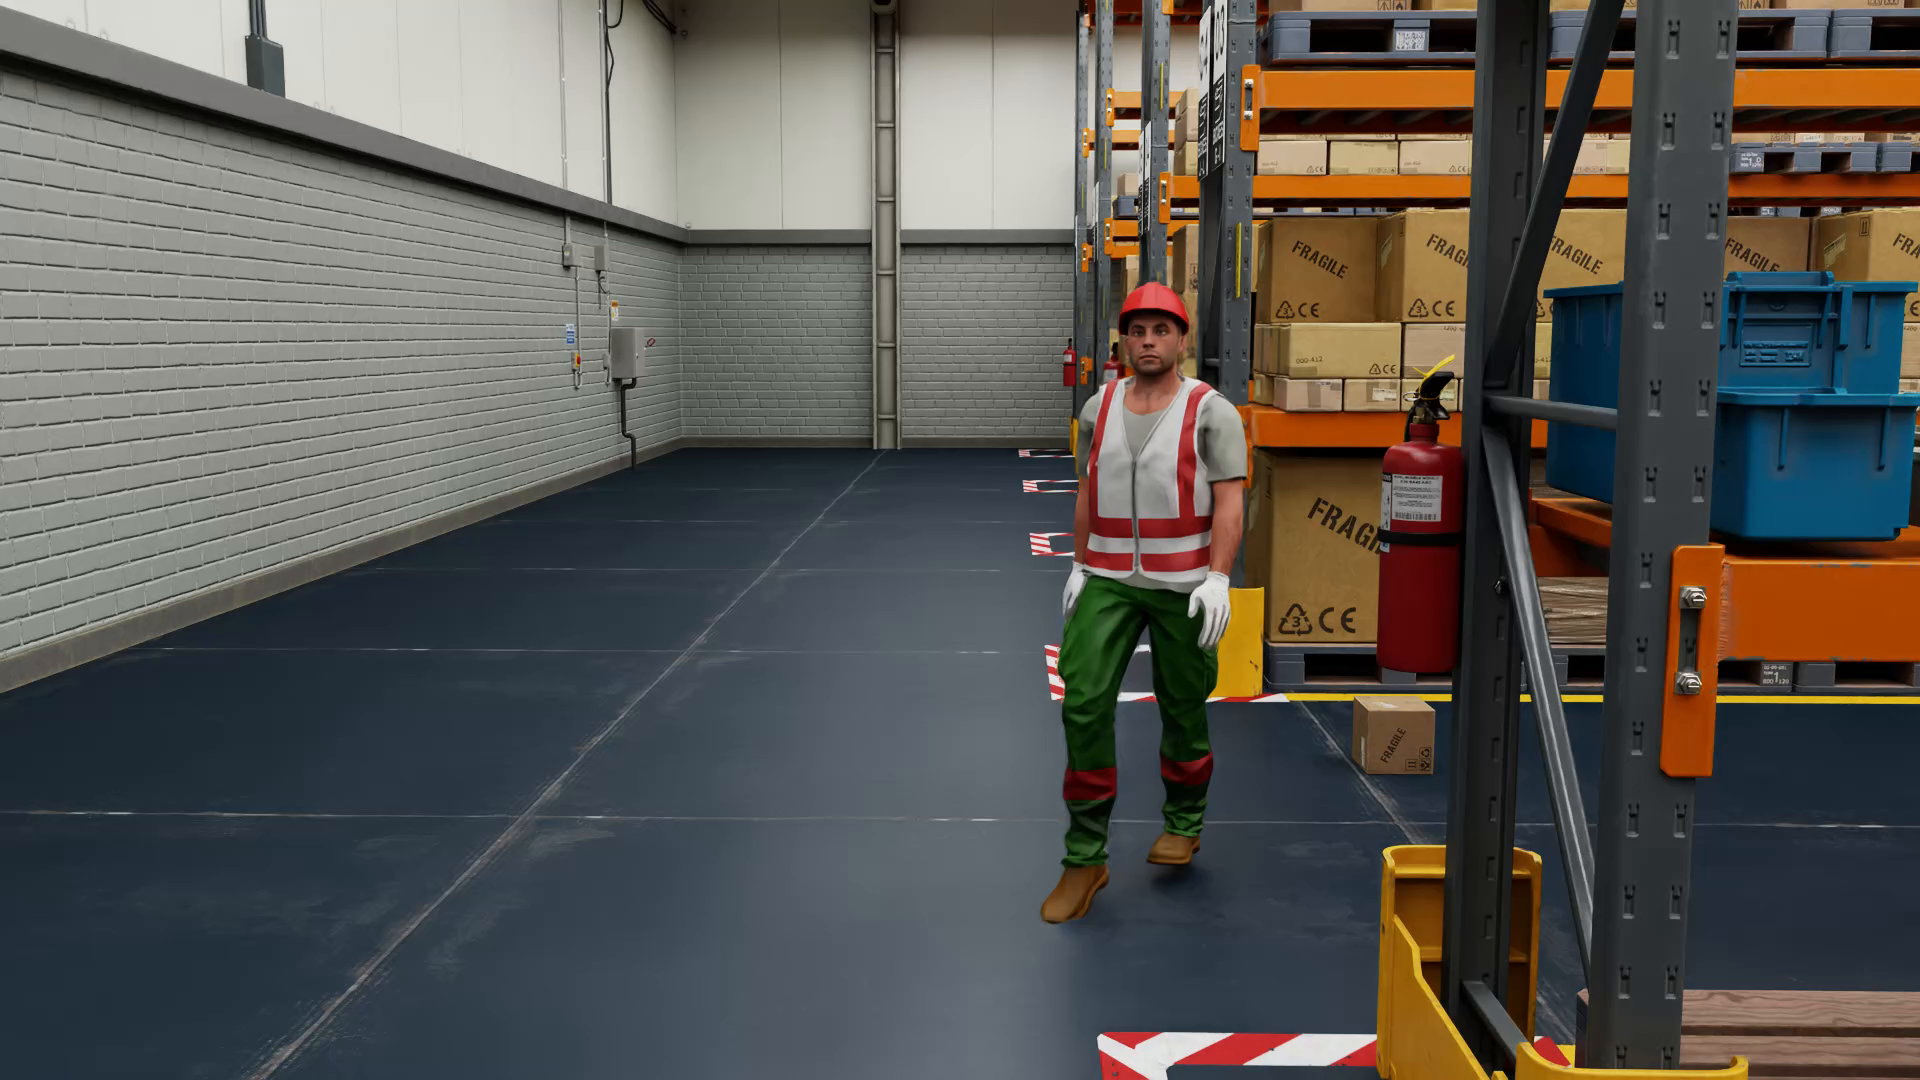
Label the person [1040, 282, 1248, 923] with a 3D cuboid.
[{"bbox_3d":[0.530,0.168,4.869,0.595,1.830,0.727,3,8,21],"label":"person"}]
